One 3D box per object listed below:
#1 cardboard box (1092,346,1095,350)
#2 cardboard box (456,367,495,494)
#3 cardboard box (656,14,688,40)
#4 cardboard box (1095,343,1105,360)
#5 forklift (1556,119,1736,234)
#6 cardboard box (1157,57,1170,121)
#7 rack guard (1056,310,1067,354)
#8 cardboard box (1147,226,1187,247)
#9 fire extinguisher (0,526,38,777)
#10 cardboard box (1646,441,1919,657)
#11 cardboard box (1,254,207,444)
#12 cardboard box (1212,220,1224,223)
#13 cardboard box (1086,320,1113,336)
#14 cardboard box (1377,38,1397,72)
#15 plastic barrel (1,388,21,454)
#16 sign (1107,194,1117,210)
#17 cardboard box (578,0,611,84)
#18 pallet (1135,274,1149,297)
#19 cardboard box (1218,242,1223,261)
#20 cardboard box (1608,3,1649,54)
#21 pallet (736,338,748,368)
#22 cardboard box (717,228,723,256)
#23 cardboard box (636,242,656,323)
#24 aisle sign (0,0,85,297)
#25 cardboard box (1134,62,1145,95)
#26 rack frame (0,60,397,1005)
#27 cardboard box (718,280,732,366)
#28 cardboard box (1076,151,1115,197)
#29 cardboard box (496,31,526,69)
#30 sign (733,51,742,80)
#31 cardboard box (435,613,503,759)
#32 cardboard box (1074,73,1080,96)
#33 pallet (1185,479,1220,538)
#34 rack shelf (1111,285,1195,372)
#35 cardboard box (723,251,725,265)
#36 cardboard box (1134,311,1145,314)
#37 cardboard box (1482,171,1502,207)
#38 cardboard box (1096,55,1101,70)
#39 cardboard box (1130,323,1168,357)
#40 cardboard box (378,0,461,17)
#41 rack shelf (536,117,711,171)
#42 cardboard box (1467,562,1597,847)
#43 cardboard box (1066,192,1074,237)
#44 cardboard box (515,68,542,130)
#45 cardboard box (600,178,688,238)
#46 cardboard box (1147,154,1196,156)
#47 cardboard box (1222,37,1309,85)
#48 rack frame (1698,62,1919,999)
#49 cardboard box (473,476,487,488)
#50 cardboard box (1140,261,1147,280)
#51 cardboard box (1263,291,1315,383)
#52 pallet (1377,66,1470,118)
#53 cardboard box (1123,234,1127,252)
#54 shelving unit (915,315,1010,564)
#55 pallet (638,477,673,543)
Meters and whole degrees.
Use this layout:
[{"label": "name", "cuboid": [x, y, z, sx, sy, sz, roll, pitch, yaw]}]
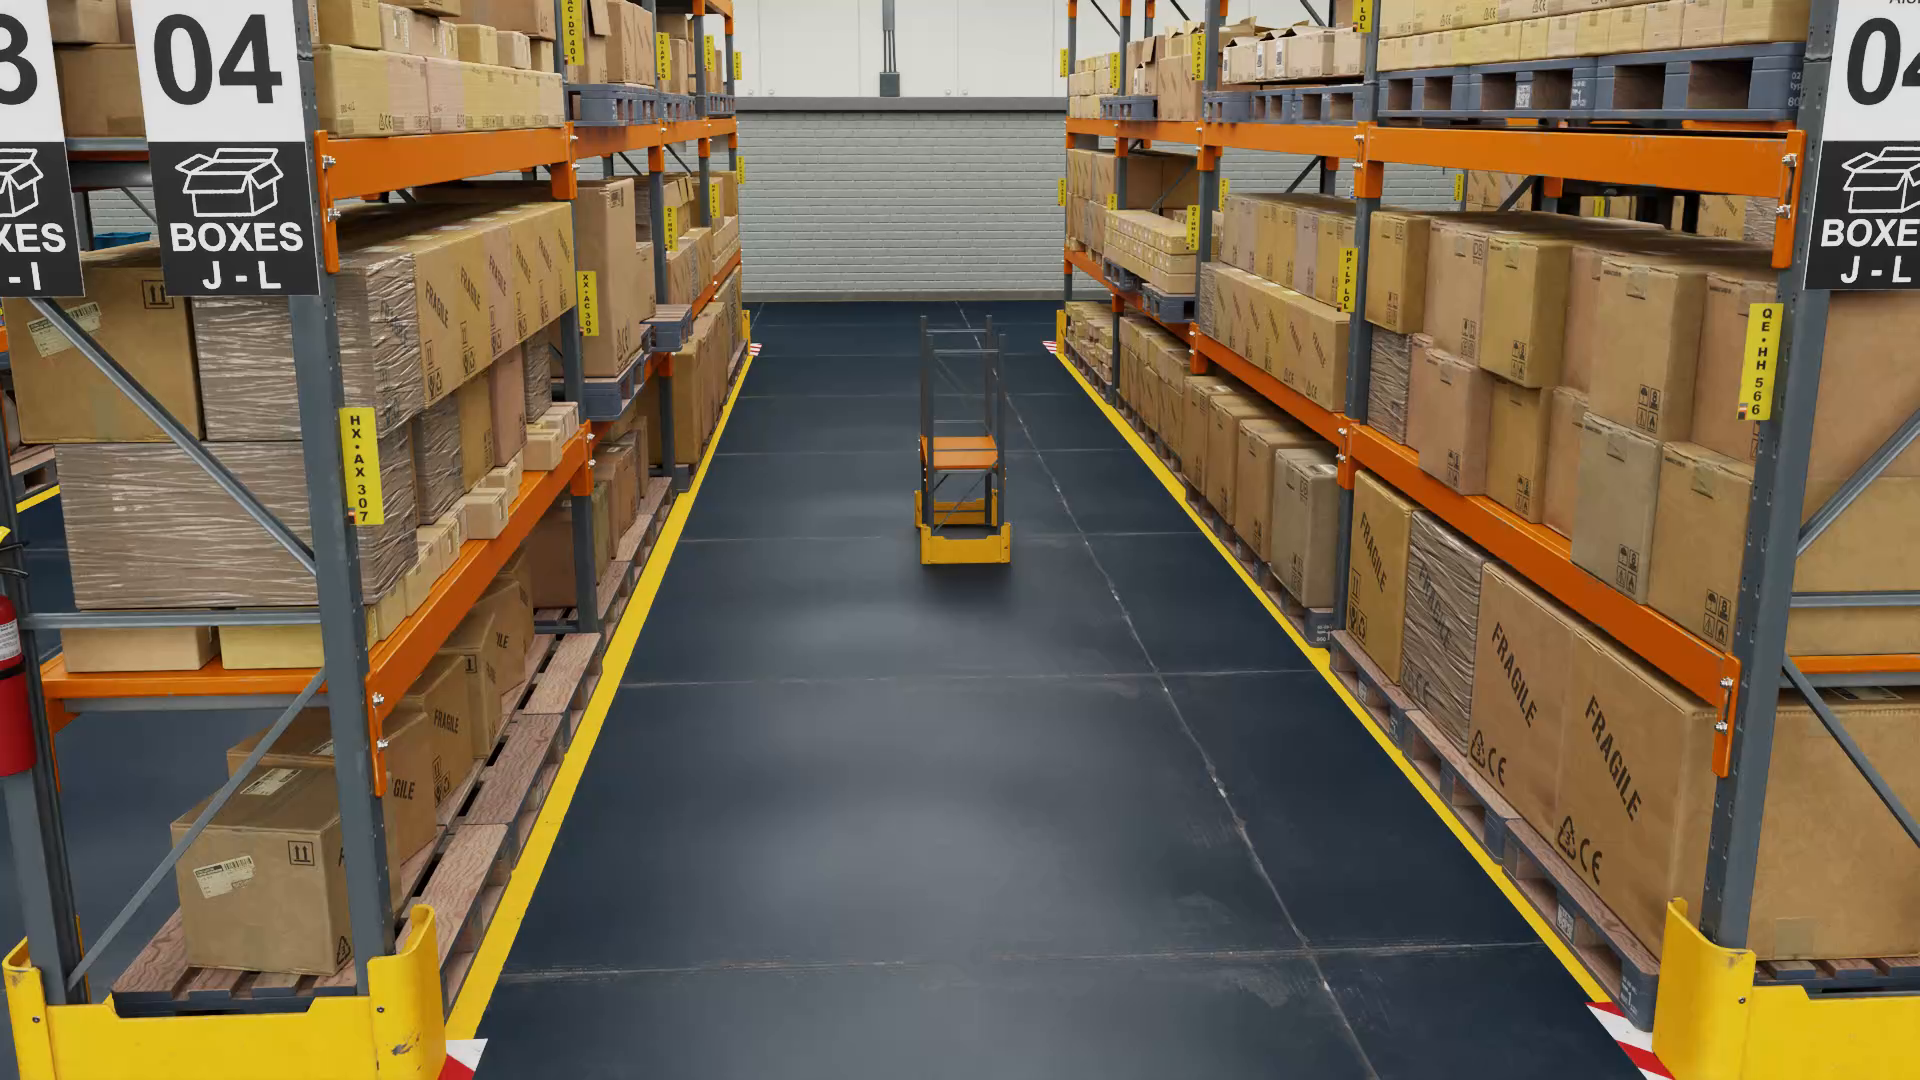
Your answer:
[{"label": "cardboard box", "cuboid": [1.654, -2.047, 18.343, 0.380, 0.149, 0.250, -1, 14, -2]}, {"label": "cardboard box", "cuboid": [-2.347, -0.475, 6.555, 0.875, 0.500, 0.500, -1, 14, -3]}, {"label": "cardboard box", "cuboid": [-2.977, -5.108, 16.590, 0.500, 0.250, 0.500, -2, 15, -7]}, {"label": "cardboard box", "cuboid": [1.631, -1.983, 17.495, 0.380, 0.149, 0.250, -1, 14, -5]}, {"label": "forklift", "cuboid": [4.842, -1.639, 12.013, 1.130, 2.935, 3.031, -1, 14, -4]}, {"label": "cardboard box", "cuboid": [1.919, -3.702, 13.675, 0.500, 0.500, 0.500, -1, 14, -3]}, {"label": "rack guard", "cuboid": [1.788, -2.574, 20.529, 1.175, 0.500, 0.348, -1, 14, -3]}, {"label": "cardboard box", "cuboid": [1.741, -2.493, 13.663, 0.380, 0.149, 0.250, 0, 14, -2]}, {"label": "fire extinguisher", "cuboid": [-2.635, 0.300, 4.497, 0.296, 0.674, 0.183, -1, 14, -3]}, {"label": "cardboard box", "cuboid": [2.706, 0.011, 5.163, 0.875, 0.550, 0.550, -1, 14, -3]}, {"label": "cardboard box", "cuboid": [-2.463, -0.583, 4.968, 0.500, 0.500, 0.500, -1, 14, -3]}, {"label": "cardboard box", "cuboid": [2.349, -2.691, 14.433, 0.380, 0.149, 0.250, -1, 14, -4]}, {"label": "cardboard box", "cuboid": [1.595, -2.328, 18.238, 0.380, 0.149, 0.250, -1, 14, -5]}, {"label": "cardboard box", "cuboid": [2.210, -2.307, 7.912, 0.380, 0.149, 0.250, -1, 14, -4]}, {"label": "plastic barrel", "cuboid": [-7.793, -0.945, 13.331, 0.421, 0.512, 0.421, 0, 14, 0]}, {"label": "sign", "cuboid": [1.490, -3.218, 16.277, 0.100, 0.325, 0.005, -1, 14, -3]}, {"label": "cardboard box", "cuboid": [-2.419, -2.827, 9.424, 0.797, 0.503, 0.637, 0, 14, -1]}, {"label": "pallet", "cuboid": [2.116, -2.213, 14.493, 1.003, 0.211, 1.213, -1, 14, -3]}, {"label": "cardboard box", "cuboid": [2.380, -2.422, 13.984, 0.380, 0.149, 0.250, -1, 14, -3]}, {"label": "cardboard box", "cuboid": [2.369, -1.674, 5.455, 0.380, 0.149, 0.250, -1, 14, -3]}, {"label": "pallet", "cuboid": [-3.046, -2.204, 19.670, 1.003, 0.211, 1.213, -1, 14, -3]}, {"label": "cardboard box", "cuboid": [-2.719, -3.074, 17.157, 0.500, 0.250, 0.500, -1, 14, -4]}, {"label": "cardboard box", "cuboid": [-2.470, -1.744, 11.240, 0.700, 0.500, 0.500, 1, 14, 5]}, {"label": "aisle sign", "cuboid": [-2.478, -1.012, 4.224, 0.394, 0.787, 0.004, -1, 14, -3]}, {"label": "cardboard box", "cuboid": [1.876, -4.200, 15.146, 0.500, 0.311, 0.500, -1, 14, -4]}, {"label": "rack frame", "cuboid": [-2.182, 0.227, 4.625, 1.000, 3.000, 0.127, -1, 14, -3]}, {"label": "cardboard box", "cuboid": [-2.942, -2.321, 17.950, 0.875, 0.875, 0.875, -1, 14, -3]}, {"label": "cardboard box", "cuboid": [1.594, -4.110, 18.675, 0.500, 0.500, 0.500, -1, 14, -5]}, {"label": "cardboard box", "cuboid": [-2.051, -2.068, 7.024, 0.380, 0.149, 0.250, -1, 14, -5]}, {"label": "sign", "cuboid": [-2.631, -5.601, 19.636, 0.100, 0.325, 0.005, -1, 14, -3]}, {"label": "cardboard box", "cuboid": [-2.285, 0.635, 7.213, 0.500, 0.500, 0.500, -2, 15, -8]}, {"label": "cardboard box", "cuboid": [1.585, -5.183, 18.929, 0.500, 0.250, 0.500, -1, 14, -4]}, {"label": "pallet", "cuboid": [2.253, -0.267, 12.139, 1.003, 0.211, 1.213, -1, 14, -3]}, {"label": "rack shelf", "cuboid": [2.155, -1.963, 14.581, 1.077, 0.370, 4.000, -1, 14, -3]}, {"label": "cardboard box", "cuboid": [-2.679, -2.975, 17.572, 0.380, 0.149, 0.250, -1, 14, -4]}, {"label": "cardboard box", "cuboid": [2.195, -2.530, 19.024, 0.380, 0.149, 0.250, 0, 14, -1]}, {"label": "cardboard box", "cuboid": [6.502, -4.186, 19.568, 0.500, 0.500, 0.500, -1, 14, -5]}, {"label": "cardboard box", "cuboid": [1.633, -5.019, 17.492, 0.380, 0.149, 0.250, -1, 14, -4]}, {"label": "cardboard box", "cuboid": [1.849, -1.845, 15.346, 0.500, 0.250, 0.500, 0, 14, -2]}, {"label": "cardboard box", "cuboid": [-2.004, -2.034, 5.591, 0.500, 0.500, 0.500, -1, 14, -4]}, {"label": "rack shelf", "cuboid": [-2.802, -3.365, 14.007, 1.077, 0.370, 4.000, -1, 14, -3]}, {"label": "cardboard box", "cuboid": [2.610, 0.614, 6.540, 0.875, 0.875, 0.875, -1, 14, -4]}, {"label": "cardboard box", "cuboid": [1.535, -3.880, 19.791, 0.500, 0.500, 0.500, 0, 14, -1]}, {"label": "cardboard box", "cuboid": [-2.119, -1.909, 7.206, 0.500, 0.250, 0.500, -1, 14, -2]}, {"label": "cardboard box", "cuboid": [-2.847, -2.962, 14.806, 0.797, 0.503, 0.637, -1, 14, -3]}, {"label": "cardboard box", "cuboid": [2.199, -3.730, 17.201, 0.500, 0.500, 0.500, -1, 14, -5]}, {"label": "cardboard box", "cuboid": [2.104, -3.292, 11.418, 0.500, 0.311, 0.500, -1, 14, -3]}, {"label": "rack frame", "cuboid": [2.775, 0.175, 4.825, 1.000, 3.000, 0.127, -1, 14, -3]}, {"label": "cardboard box", "cuboid": [-2.106, -0.161, 6.636, 0.380, 0.149, 0.250, -1, 14, -3]}, {"label": "cardboard box", "cuboid": [1.730, -2.266, 13.976, 0.380, 0.149, 0.250, -2, 15, -6]}, {"label": "cardboard box", "cuboid": [2.165, -1.245, 10.145, 0.500, 0.500, 0.500, -1, 14, -3]}, {"label": "pallet", "cuboid": [2.567, -2.026, 7.538, 1.003, 0.211, 1.213, -1, 14, -3]}, {"label": "cardboard box", "cuboid": [1.667, -2.670, 14.946, 0.380, 0.149, 0.250, 0, 14, -1]}, {"label": "shelving unit", "cuboid": [0.005, -0.707, 11.266, 0.587, 1.500, 1.083, -1, 14, -3]}, {"label": "pallet", "cuboid": [-2.631, -0.218, 11.950, 1.003, 0.211, 1.213, -1, 14, -3]}]
